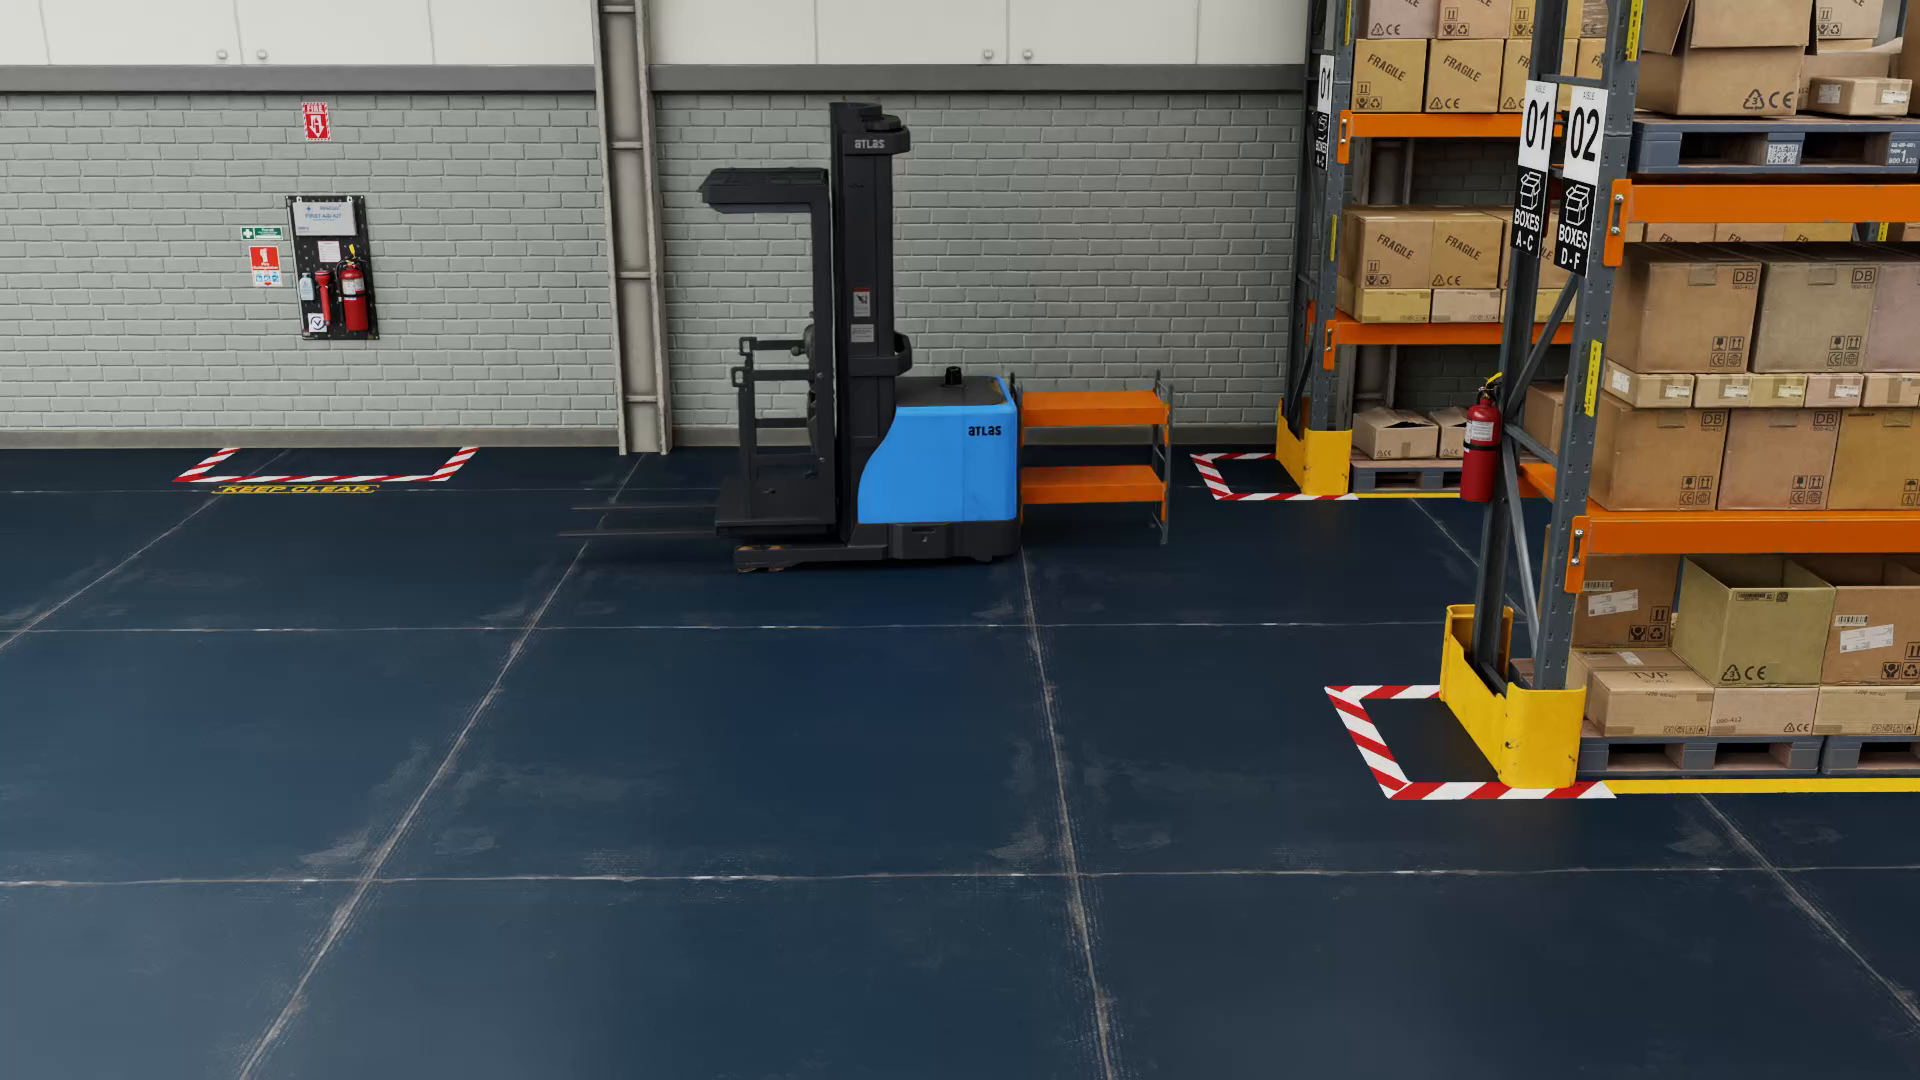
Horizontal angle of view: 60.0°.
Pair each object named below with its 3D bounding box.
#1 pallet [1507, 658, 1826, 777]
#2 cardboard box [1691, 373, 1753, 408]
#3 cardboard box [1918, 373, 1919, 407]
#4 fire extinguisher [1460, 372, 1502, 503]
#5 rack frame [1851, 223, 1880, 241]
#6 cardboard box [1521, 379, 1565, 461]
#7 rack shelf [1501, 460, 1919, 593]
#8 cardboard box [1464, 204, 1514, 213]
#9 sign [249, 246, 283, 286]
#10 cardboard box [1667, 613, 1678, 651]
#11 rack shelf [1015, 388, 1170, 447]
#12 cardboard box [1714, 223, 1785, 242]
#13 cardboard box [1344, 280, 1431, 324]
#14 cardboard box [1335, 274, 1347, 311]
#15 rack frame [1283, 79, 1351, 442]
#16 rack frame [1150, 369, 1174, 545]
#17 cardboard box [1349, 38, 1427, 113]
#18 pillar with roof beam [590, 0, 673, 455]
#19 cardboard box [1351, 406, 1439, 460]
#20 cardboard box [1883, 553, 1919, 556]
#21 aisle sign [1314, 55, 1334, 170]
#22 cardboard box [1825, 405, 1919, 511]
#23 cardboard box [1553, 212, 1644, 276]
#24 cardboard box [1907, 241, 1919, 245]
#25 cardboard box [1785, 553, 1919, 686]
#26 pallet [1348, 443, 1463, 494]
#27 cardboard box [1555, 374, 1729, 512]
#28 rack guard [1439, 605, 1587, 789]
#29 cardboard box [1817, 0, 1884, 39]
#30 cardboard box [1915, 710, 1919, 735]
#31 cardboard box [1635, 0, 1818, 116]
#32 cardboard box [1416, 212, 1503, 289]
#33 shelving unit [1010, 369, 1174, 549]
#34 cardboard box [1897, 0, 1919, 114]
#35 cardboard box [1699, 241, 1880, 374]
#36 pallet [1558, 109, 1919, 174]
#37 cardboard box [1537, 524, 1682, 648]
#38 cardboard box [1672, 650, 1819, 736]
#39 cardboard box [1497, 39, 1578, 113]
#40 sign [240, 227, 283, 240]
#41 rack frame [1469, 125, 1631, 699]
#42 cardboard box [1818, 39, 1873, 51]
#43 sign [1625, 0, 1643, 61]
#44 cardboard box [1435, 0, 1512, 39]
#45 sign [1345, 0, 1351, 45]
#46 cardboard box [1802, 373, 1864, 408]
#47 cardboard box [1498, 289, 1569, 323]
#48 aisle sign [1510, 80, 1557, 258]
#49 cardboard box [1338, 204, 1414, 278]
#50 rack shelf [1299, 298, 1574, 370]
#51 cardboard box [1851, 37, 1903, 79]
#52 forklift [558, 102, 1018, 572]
[{"bbox_3d":[3.540,0.882,8.453,1.213,0.211,1.003,0,18,-1],"label":"pallet"},{"bbox_3d":[3.435,-0.724,7.668,0.250,0.149,0.380,-1,18,-2],"label":"cardboard box"},{"bbox_3d":[4.459,-0.729,7.683,0.250,0.149,0.380,-1,18,-2],"label":"cardboard box"},{"bbox_3d":[2.650,-0.534,8.428,0.183,0.674,0.296,0,18,-1],"label":"fire extinguisher"},{"bbox_3d":[6.693,-1.962,12.752,0.127,3.000,1.000,0,18,-1],"label":"rack frame"},{"bbox_3d":[4.691,-0.928,12.903,0.500,0.500,0.700,-1,18,-4],"label":"cardboard box"},{"bbox_3d":[4.775,-0.096,8.115,4.000,0.370,1.077,0,18,-1],"label":"rack shelf"},{"bbox_3d":[4.182,-2.308,12.816,0.500,0.500,0.500,-1,18,-2],"label":"cardboard box"},{"bbox_3d":[-5.645,-2.226,13.519,0.234,0.329,0.001,0,18,-1],"label":"sign"},{"bbox_3d":[3.807,0.581,8.639,0.500,0.250,0.500,0,18,-1],"label":"cardboard box"},{"bbox_3d":[0.886,-0.842,11.372,1.000,0.278,0.538,-1,18,-4],"label":"rack shelf"},{"bbox_3d":[5.726,-2.156,12.342,0.500,0.500,0.500,0,18,-1],"label":"cardboard box"},{"bbox_3d":[3.187,-1.786,12.416,0.500,0.250,0.500,-1,18,-2],"label":"cardboard box"},{"bbox_3d":[3.158,-1.942,12.903,0.500,0.250,0.500,0,18,0],"label":"cardboard box"},{"bbox_3d":[2.694,-1.942,12.692,0.127,3.000,1.000,0,18,-1],"label":"rack frame"},{"bbox_3d":[1.393,-0.575,11.499,0.032,1.125,0.500,-1,18,-4],"label":"rack frame"},{"bbox_3d":[3.032,-3.353,11.982,0.500,0.500,0.500,0,18,1],"label":"cardboard box"},{"bbox_3d":[-2.551,-3.723,8.420,0.400,9.000,9.100,0,18,-1],"label":"pillar with roof beam"},{"bbox_3d":[3.387,-0.847,12.960,0.500,0.311,0.500,-2,18,-7],"label":"cardboard box"},{"bbox_3d":[4.807,0.218,8.543,0.500,0.500,0.500,0,18,-1],"label":"cardboard box"},{"bbox_3d":[2.626,-3.088,12.008,0.004,0.787,0.394,0,18,-1],"label":"aisle sign"},{"bbox_3d":[4.264,-0.480,7.969,0.500,0.500,0.700,0,18,0],"label":"cardboard box"},{"bbox_3d":[4.703,-2.154,12.337,0.500,0.500,0.500,0,18,1],"label":"cardboard box"},{"bbox_3d":[4.826,-1.103,7.787,0.500,0.500,0.700,0,18,-1],"label":"cardboard box"},{"bbox_3d":[4.315,0.379,8.042,0.500,0.500,0.500,0,18,-1],"label":"cardboard box"},{"bbox_3d":[3.582,-0.608,13.097,1.213,0.211,1.003,0,18,-1],"label":"pallet"},{"bbox_3d":[3.243,-0.475,7.955,0.500,0.500,0.700,0,18,-1],"label":"cardboard box"},{"bbox_3d":[2.752,0.761,8.357,0.348,0.500,1.175,0,18,-1],"label":"rack guard"},{"bbox_3d":[6.196,-3.838,11.857,0.500,0.500,0.500,-2,18,-6],"label":"cardboard box"},{"bbox_3d":[4.815,0.739,8.148,0.500,0.250,0.500,0,18,-1],"label":"cardboard box"},{"bbox_3d":[3.350,-2.175,7.420,0.637,0.503,0.797,1,18,3],"label":"cardboard box"},{"bbox_3d":[3.670,-2.147,12.316,0.500,0.500,0.500,0,18,-1],"label":"cardboard box"},{"bbox_3d":[0.886,-0.563,11.462,1.048,1.125,0.538,-1,18,-4],"label":"shelving unit"},{"bbox_3d":[4.440,-2.096,7.181,0.500,0.500,0.500,0,18,-1],"label":"cardboard box"},{"bbox_3d":[3.821,-1.097,7.771,0.500,0.500,0.700,-1,18,-2],"label":"cardboard box"},{"bbox_3d":[3.483,-1.811,7.517,1.213,0.211,1.003,0,18,-1],"label":"pallet"},{"bbox_3d":[3.307,0.229,8.508,0.500,0.500,0.500,0,18,-1],"label":"cardboard box"},{"bbox_3d":[3.815,0.742,8.138,0.500,0.250,0.500,0,18,-1],"label":"cardboard box"},{"bbox_3d":[4.089,-3.348,11.968,0.500,0.500,0.500,1,18,2],"label":"cardboard box"},{"bbox_3d":[-5.641,-2.476,13.430,0.331,0.109,0.001,0,18,-1],"label":"sign"},{"bbox_3d":[2.776,-0.429,7.975,0.127,3.000,1.000,0,18,-1],"label":"rack frame"},{"bbox_3d":[6.190,-3.369,12.032,0.500,0.500,0.500,0,18,1],"label":"cardboard box"},{"bbox_3d":[2.778,-2.142,6.843,0.005,0.325,0.100,0,18,-1],"label":"sign"},{"bbox_3d":[3.585,-3.818,11.796,0.500,0.500,0.500,0,18,-1],"label":"cardboard box"},{"bbox_3d":[2.702,-3.621,11.583,0.005,0.325,0.100,0,18,-1],"label":"sign"},{"bbox_3d":[3.937,-0.725,7.672,0.250,0.149,0.380,-1,18,-2],"label":"cardboard box"},{"bbox_3d":[4.215,-1.793,12.440,0.500,0.250,0.500,-1,18,-2],"label":"cardboard box"},{"bbox_3d":[2.705,-1.757,7.857,0.004,0.787,0.394,0,18,-1],"label":"aisle sign"},{"bbox_3d":[3.162,-2.305,12.806,0.500,0.500,0.500,0,18,-1],"label":"cardboard box"},{"bbox_3d":[4.693,-1.609,12.831,4.000,0.370,1.077,0,18,-1],"label":"rack shelf"},{"bbox_3d":[4.479,-2.171,7.722,0.500,0.311,0.500,2,18,6],"label":"cardboard box"},{"bbox_3d":[-1.156,-1.352,10.963,3.031,2.935,1.130,-1,18,-4],"label":"forklift"}]
